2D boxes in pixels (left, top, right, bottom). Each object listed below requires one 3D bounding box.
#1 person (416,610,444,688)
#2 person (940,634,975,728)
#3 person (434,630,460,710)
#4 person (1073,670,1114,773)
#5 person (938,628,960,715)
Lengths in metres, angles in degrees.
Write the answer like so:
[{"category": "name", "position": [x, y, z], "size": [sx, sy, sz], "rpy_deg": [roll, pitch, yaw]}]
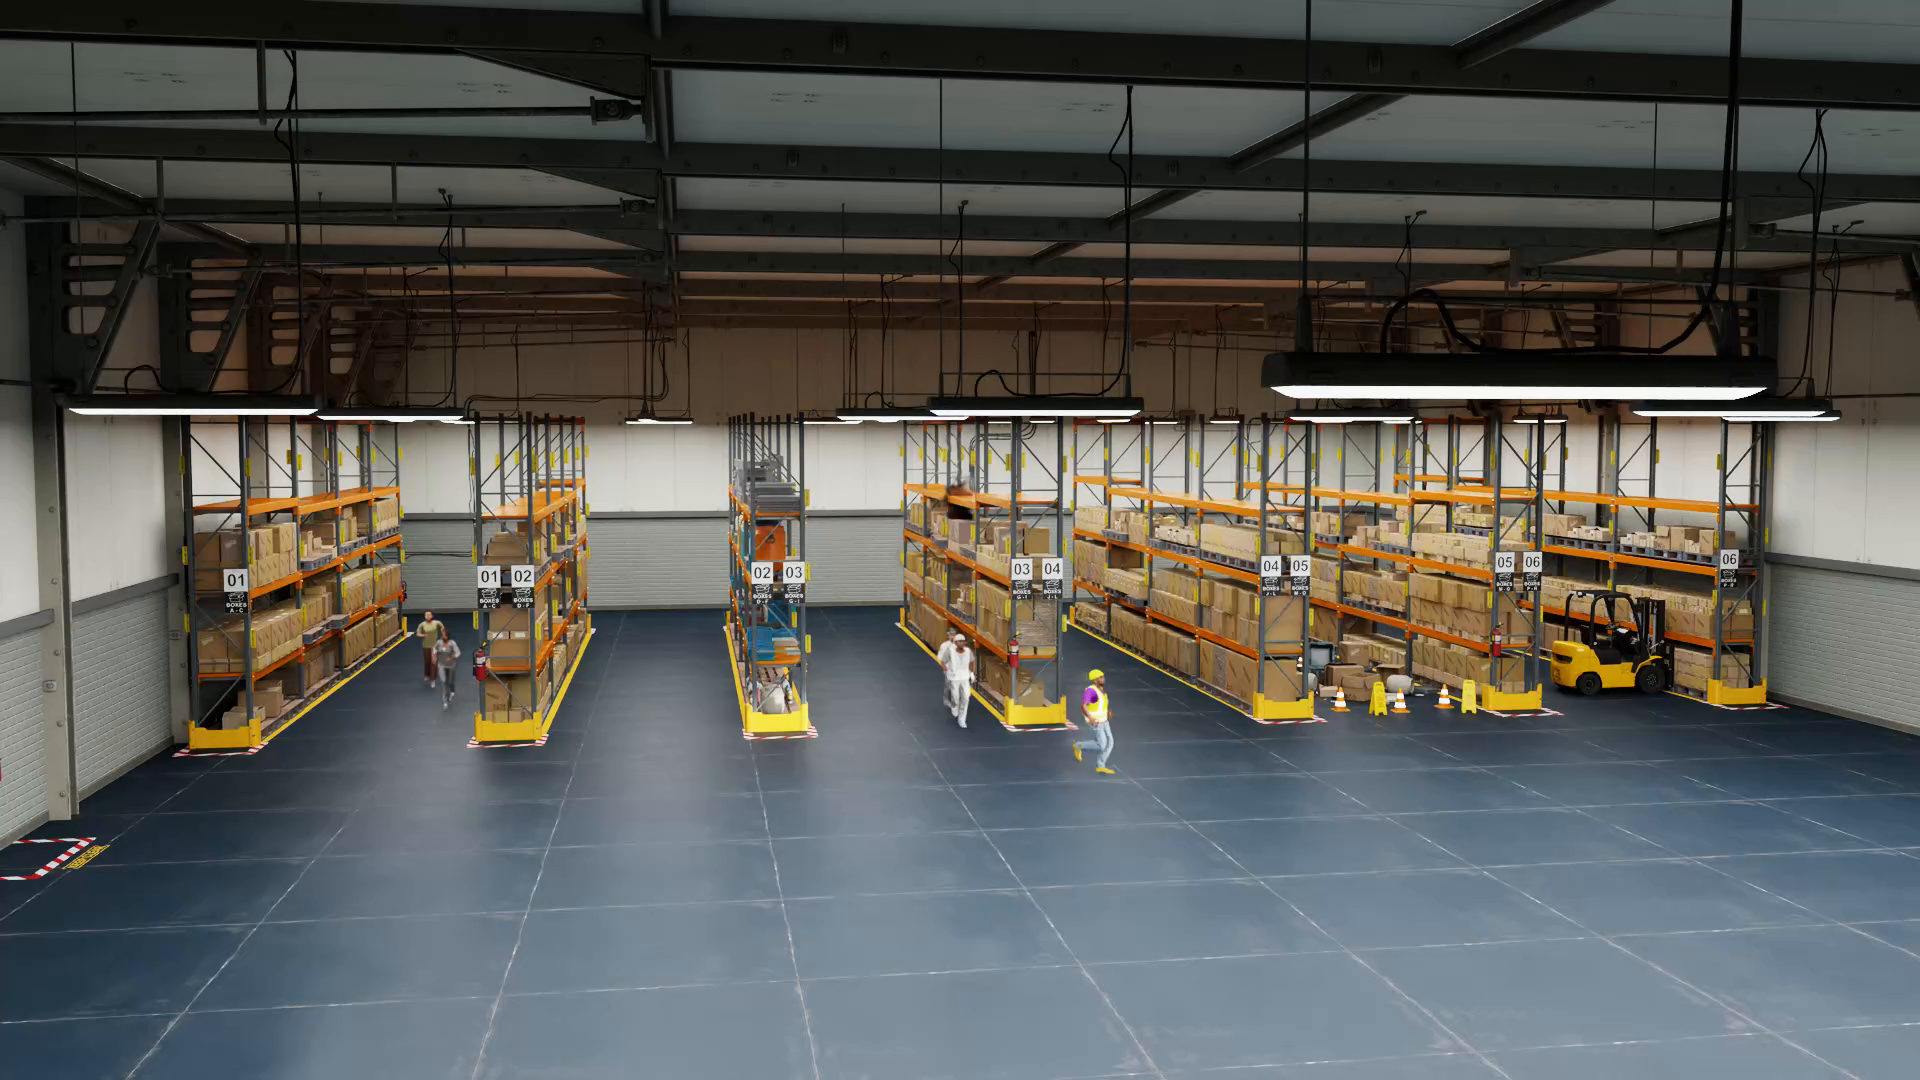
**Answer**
[{"category": "person", "position": [-11.722, 2.388, 36.828], "size": [0.581, 1.715, 0.880], "rpy_deg": [-1, 4, -14]}, {"category": "person", "position": [-0.025, 2.686, 31.995], "size": [0.720, 1.768, 0.722], "rpy_deg": [-1, 4, -14]}, {"category": "person", "position": [-10.490, 2.614, 34.013], "size": [0.557, 1.598, 0.930], "rpy_deg": [0, 4, -6]}, {"category": "person", "position": [2.226, 3.001, 27.583], "size": [0.659, 1.719, 0.721], "rpy_deg": [2, 4, 27]}, {"category": "person", "position": [-0.149, 2.601, 33.410], "size": [0.625, 1.711, 0.934], "rpy_deg": [-1, 4, -13]}]
